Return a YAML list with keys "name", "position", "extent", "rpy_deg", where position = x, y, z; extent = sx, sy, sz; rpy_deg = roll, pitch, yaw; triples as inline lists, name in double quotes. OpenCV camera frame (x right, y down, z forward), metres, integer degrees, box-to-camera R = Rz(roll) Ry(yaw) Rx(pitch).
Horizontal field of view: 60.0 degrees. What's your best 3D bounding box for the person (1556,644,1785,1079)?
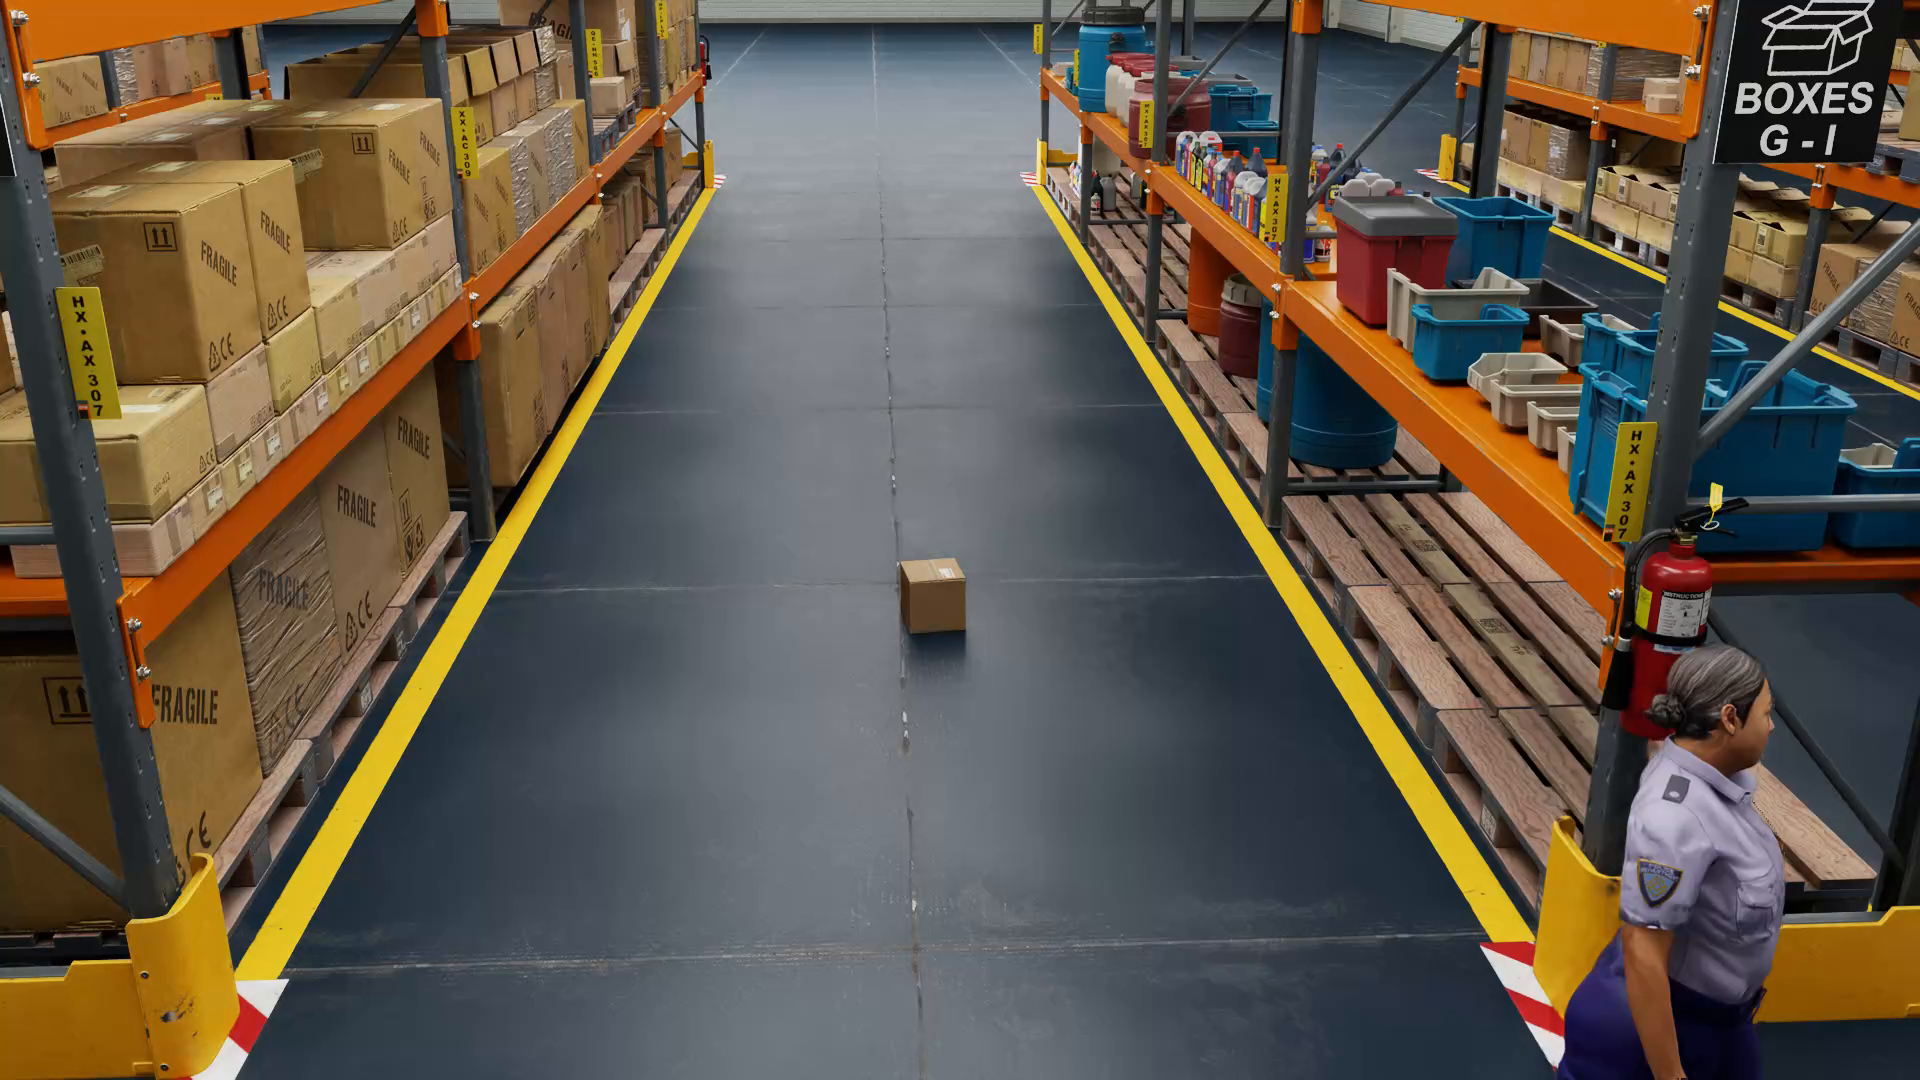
- name: "person"
  position: [1.429, 0.994, 3.457]
  extent: [0.923, 1.600, 0.558]
  rpy_deg: [14, 24, 32]
